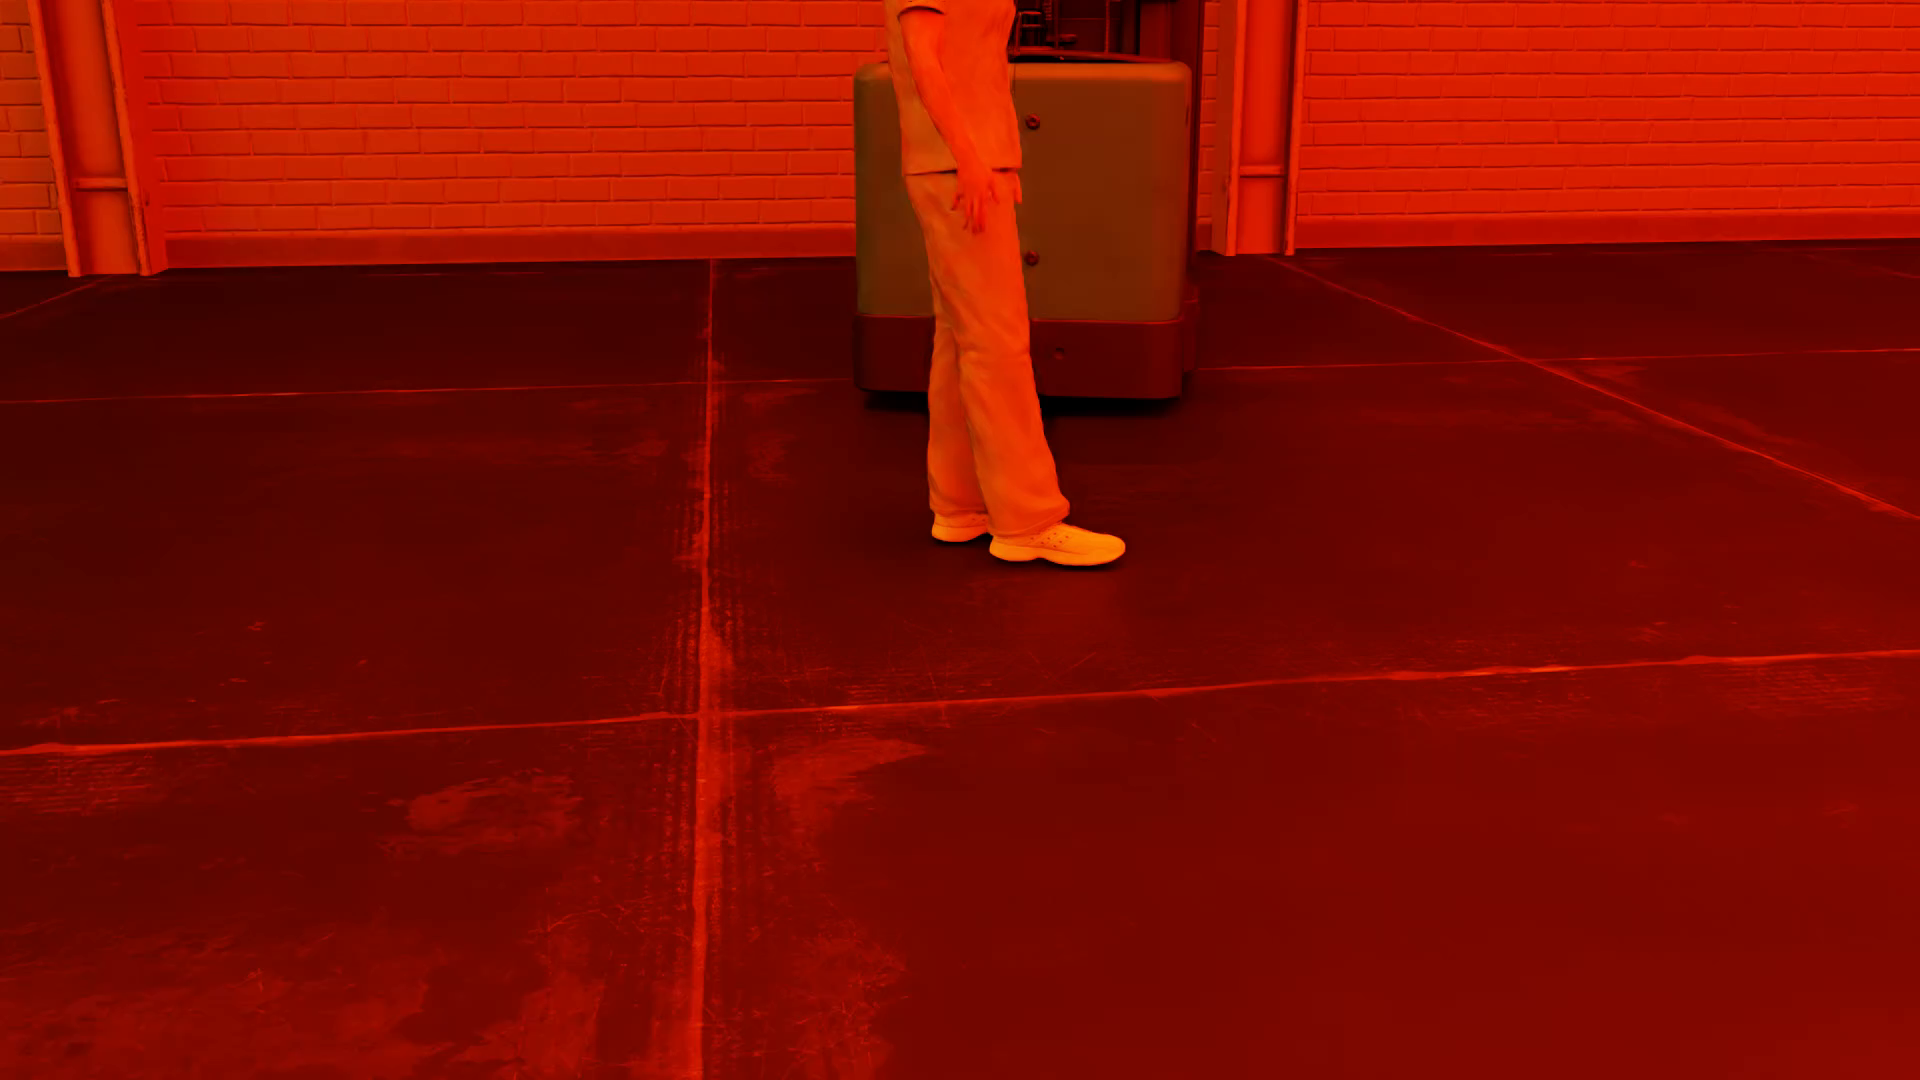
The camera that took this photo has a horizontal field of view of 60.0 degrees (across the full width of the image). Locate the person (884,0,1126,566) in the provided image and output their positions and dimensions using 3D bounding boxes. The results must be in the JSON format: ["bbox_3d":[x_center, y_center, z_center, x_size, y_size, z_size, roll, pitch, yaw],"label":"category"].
[{"bbox_3d":[0.114,-0.799,3.710,0.570,1.667,0.533,2,17,8],"label":"person"}]

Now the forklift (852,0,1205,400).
[{"bbox_3d":[0.387,-2.221,6.258,1.130,2.935,3.031,2,17,8],"label":"forklift"}]
